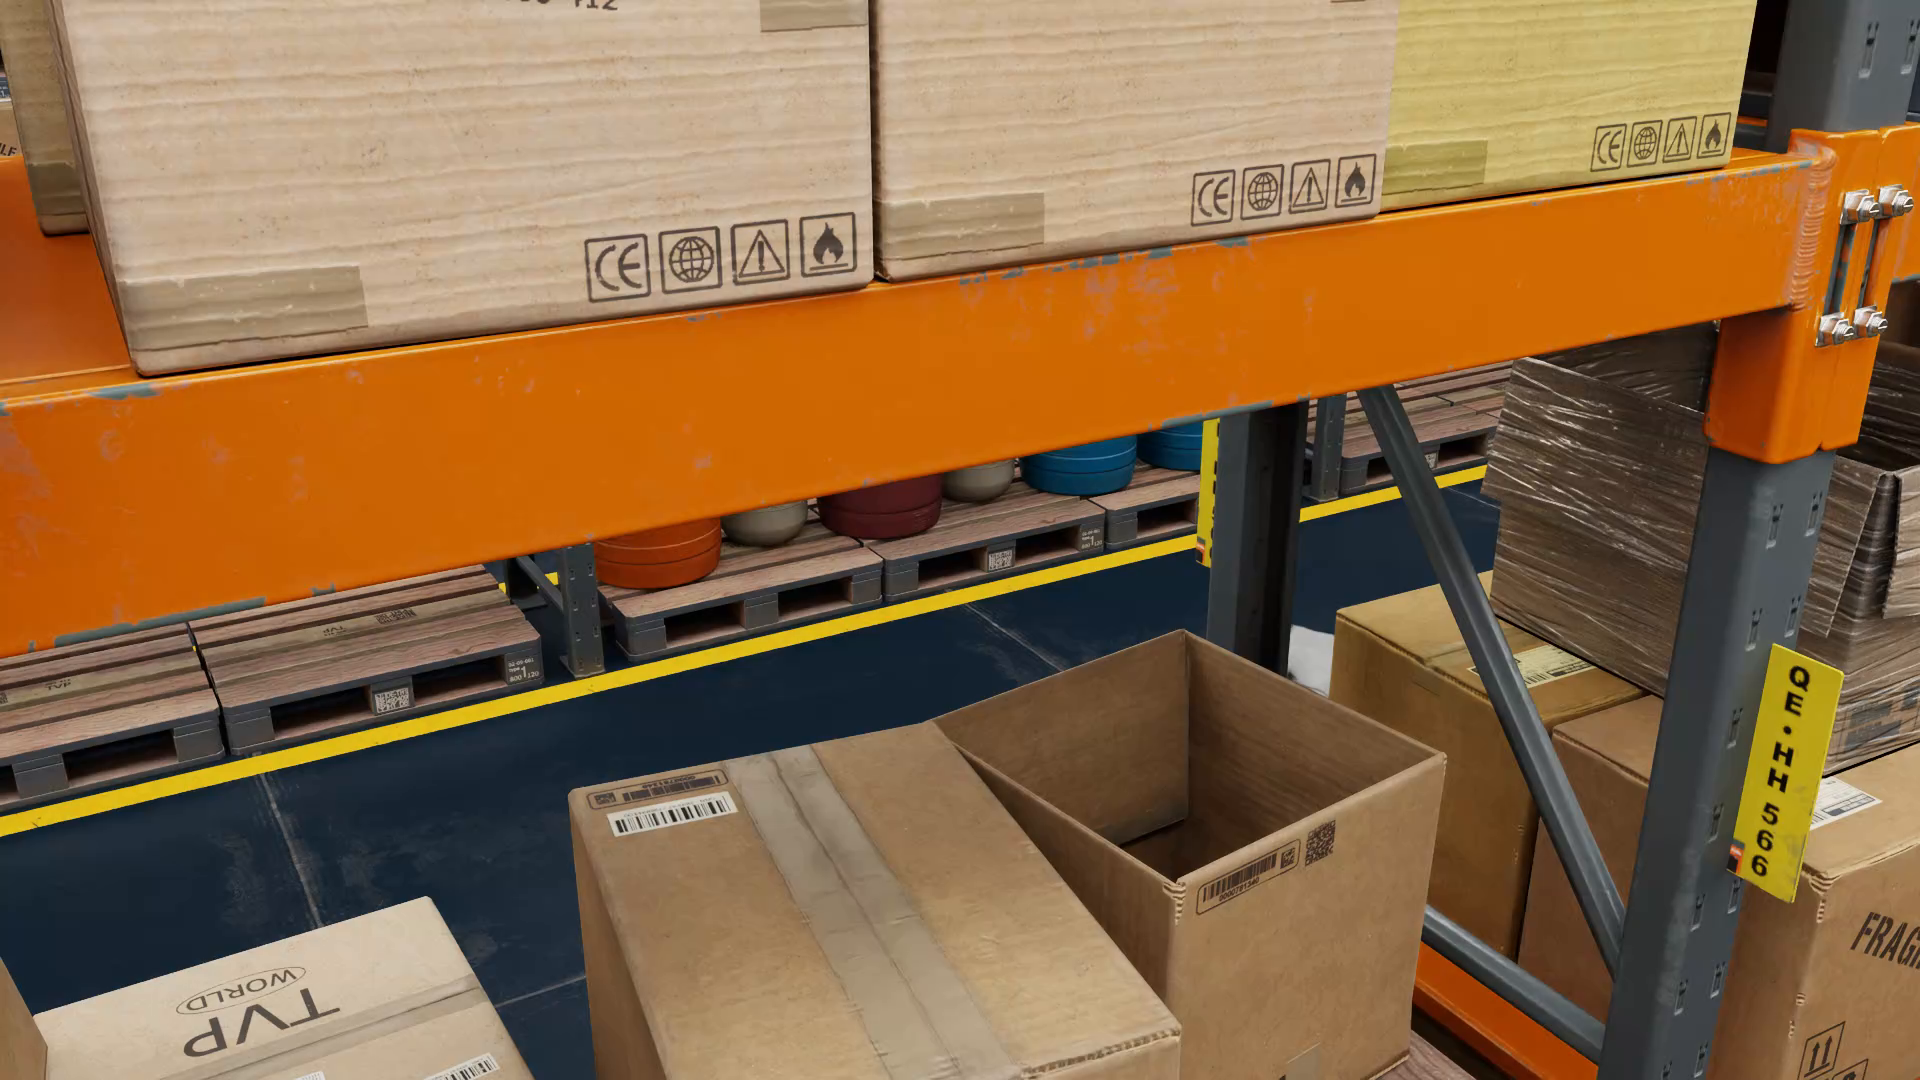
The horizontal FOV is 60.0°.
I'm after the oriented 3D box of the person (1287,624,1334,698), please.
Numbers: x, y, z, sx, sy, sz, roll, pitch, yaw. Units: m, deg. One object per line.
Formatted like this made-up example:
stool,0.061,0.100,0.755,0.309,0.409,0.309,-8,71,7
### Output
person,1.218,0.649,5.765,0.423,0.724,0.850,-13,26,-29
